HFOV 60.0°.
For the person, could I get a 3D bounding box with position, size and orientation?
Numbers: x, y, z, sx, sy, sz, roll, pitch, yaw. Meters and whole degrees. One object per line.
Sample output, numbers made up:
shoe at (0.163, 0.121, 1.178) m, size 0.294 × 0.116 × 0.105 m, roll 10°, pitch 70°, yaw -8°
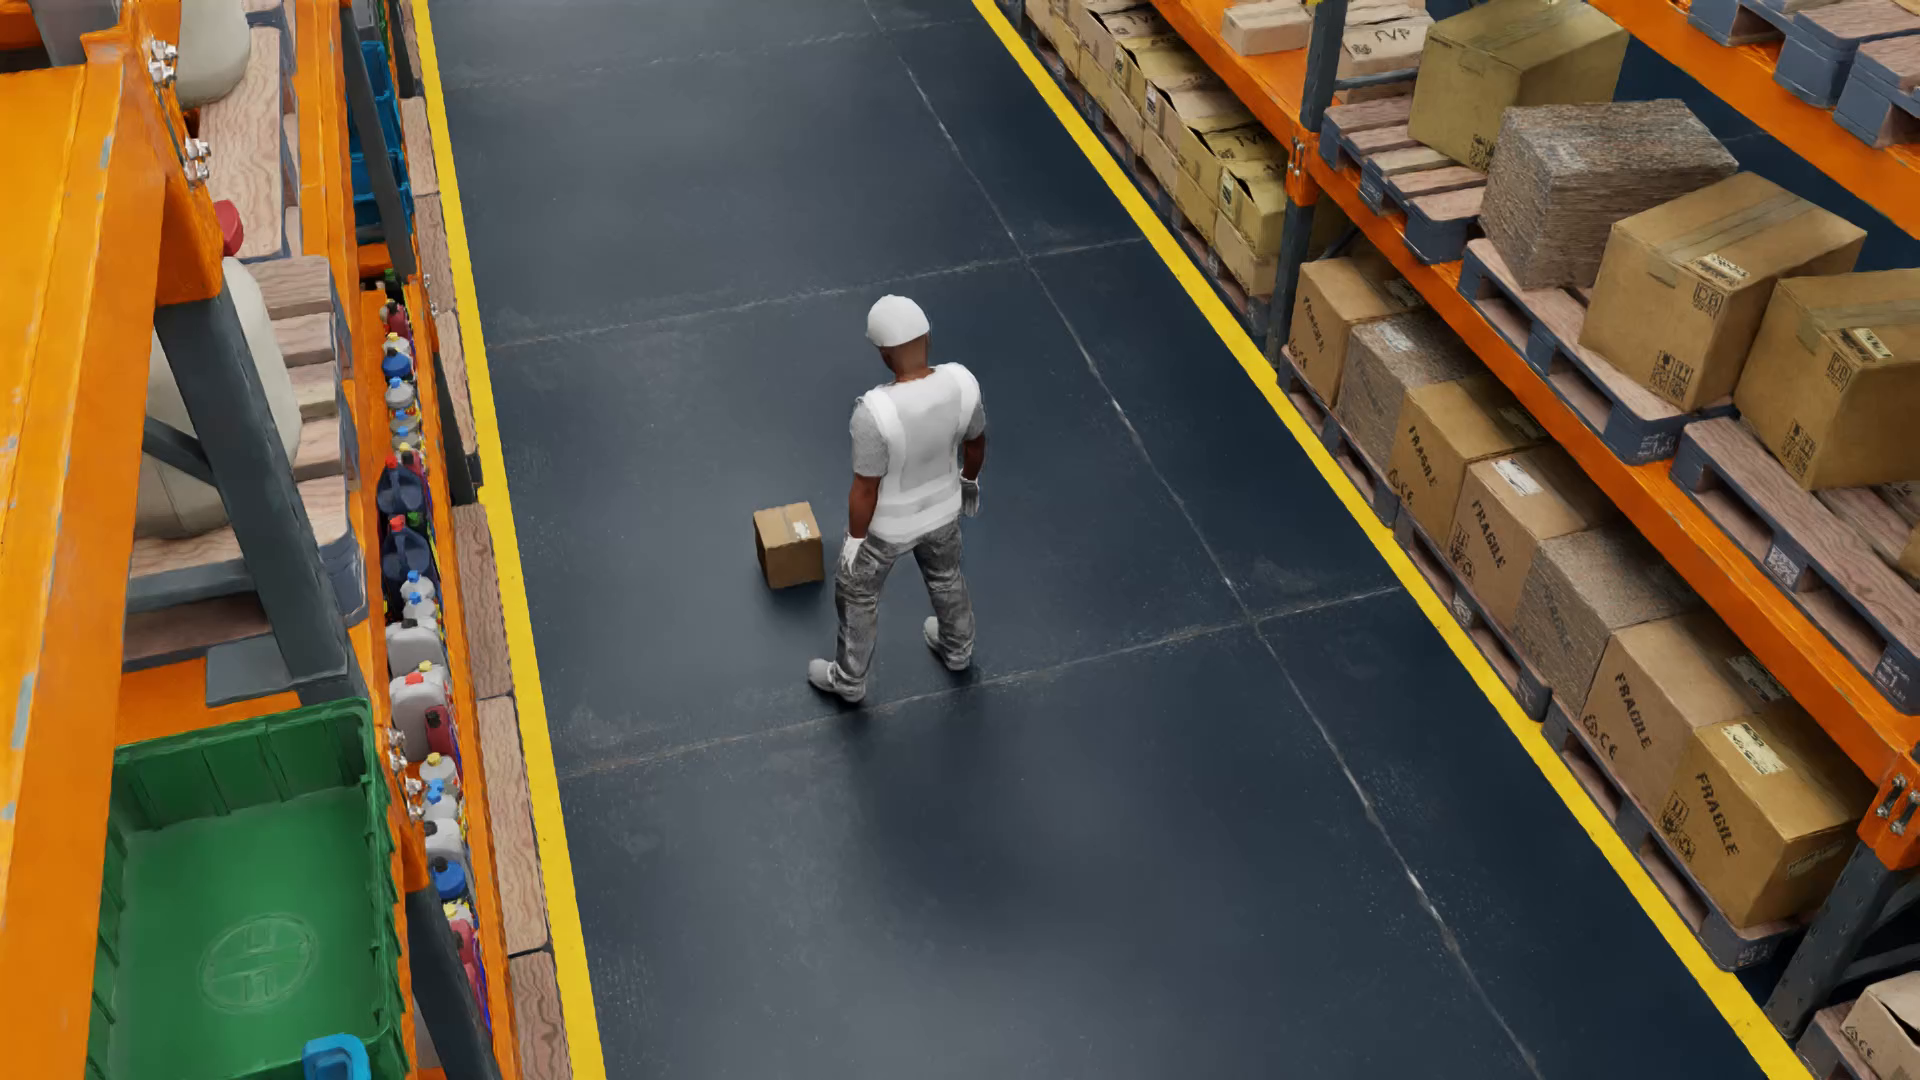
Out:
person at (-0.245, -0.134, 6.263) m, size 0.687 × 1.776 × 0.455 m, roll -27°, pitch 48°, yaw -27°
